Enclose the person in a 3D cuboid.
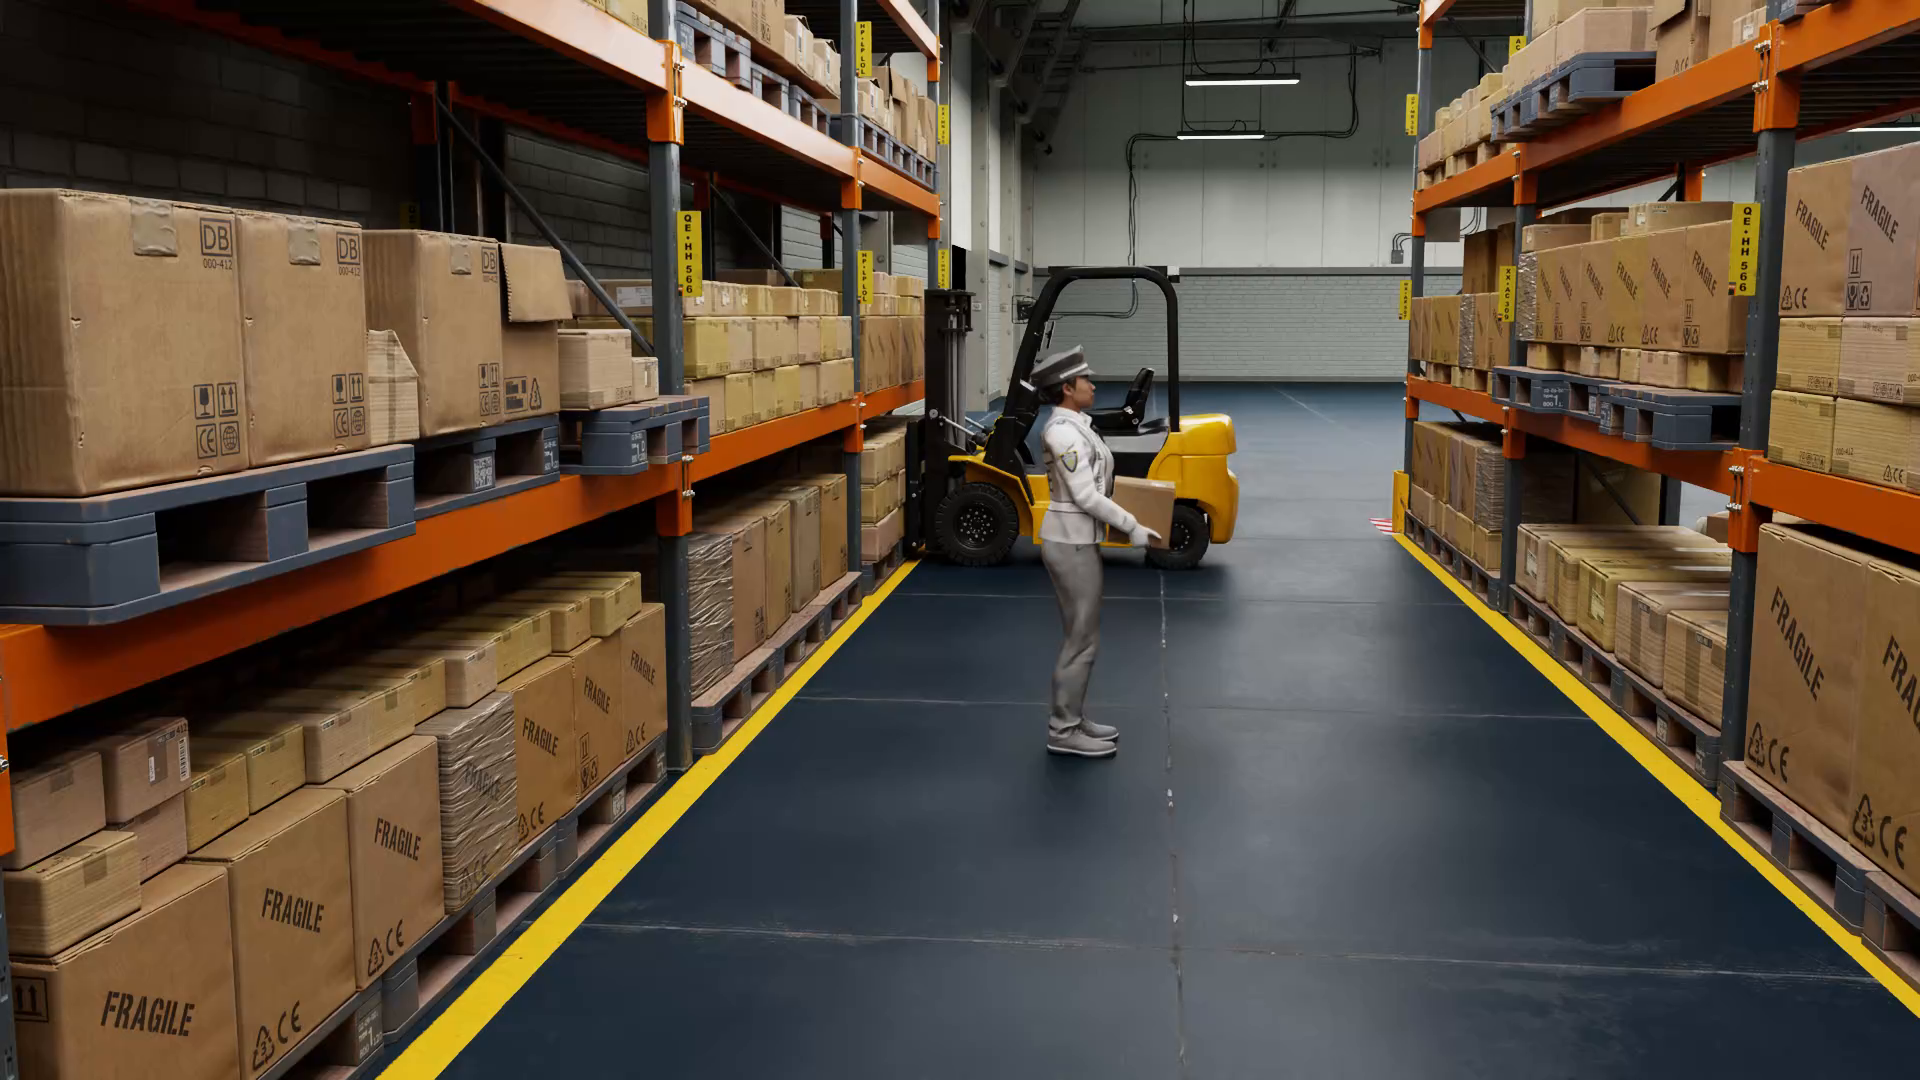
[{"bbox_3d":[0.558,0.036,6.918,0.550,1.690,0.469,1,8,6],"label":"person"}]
